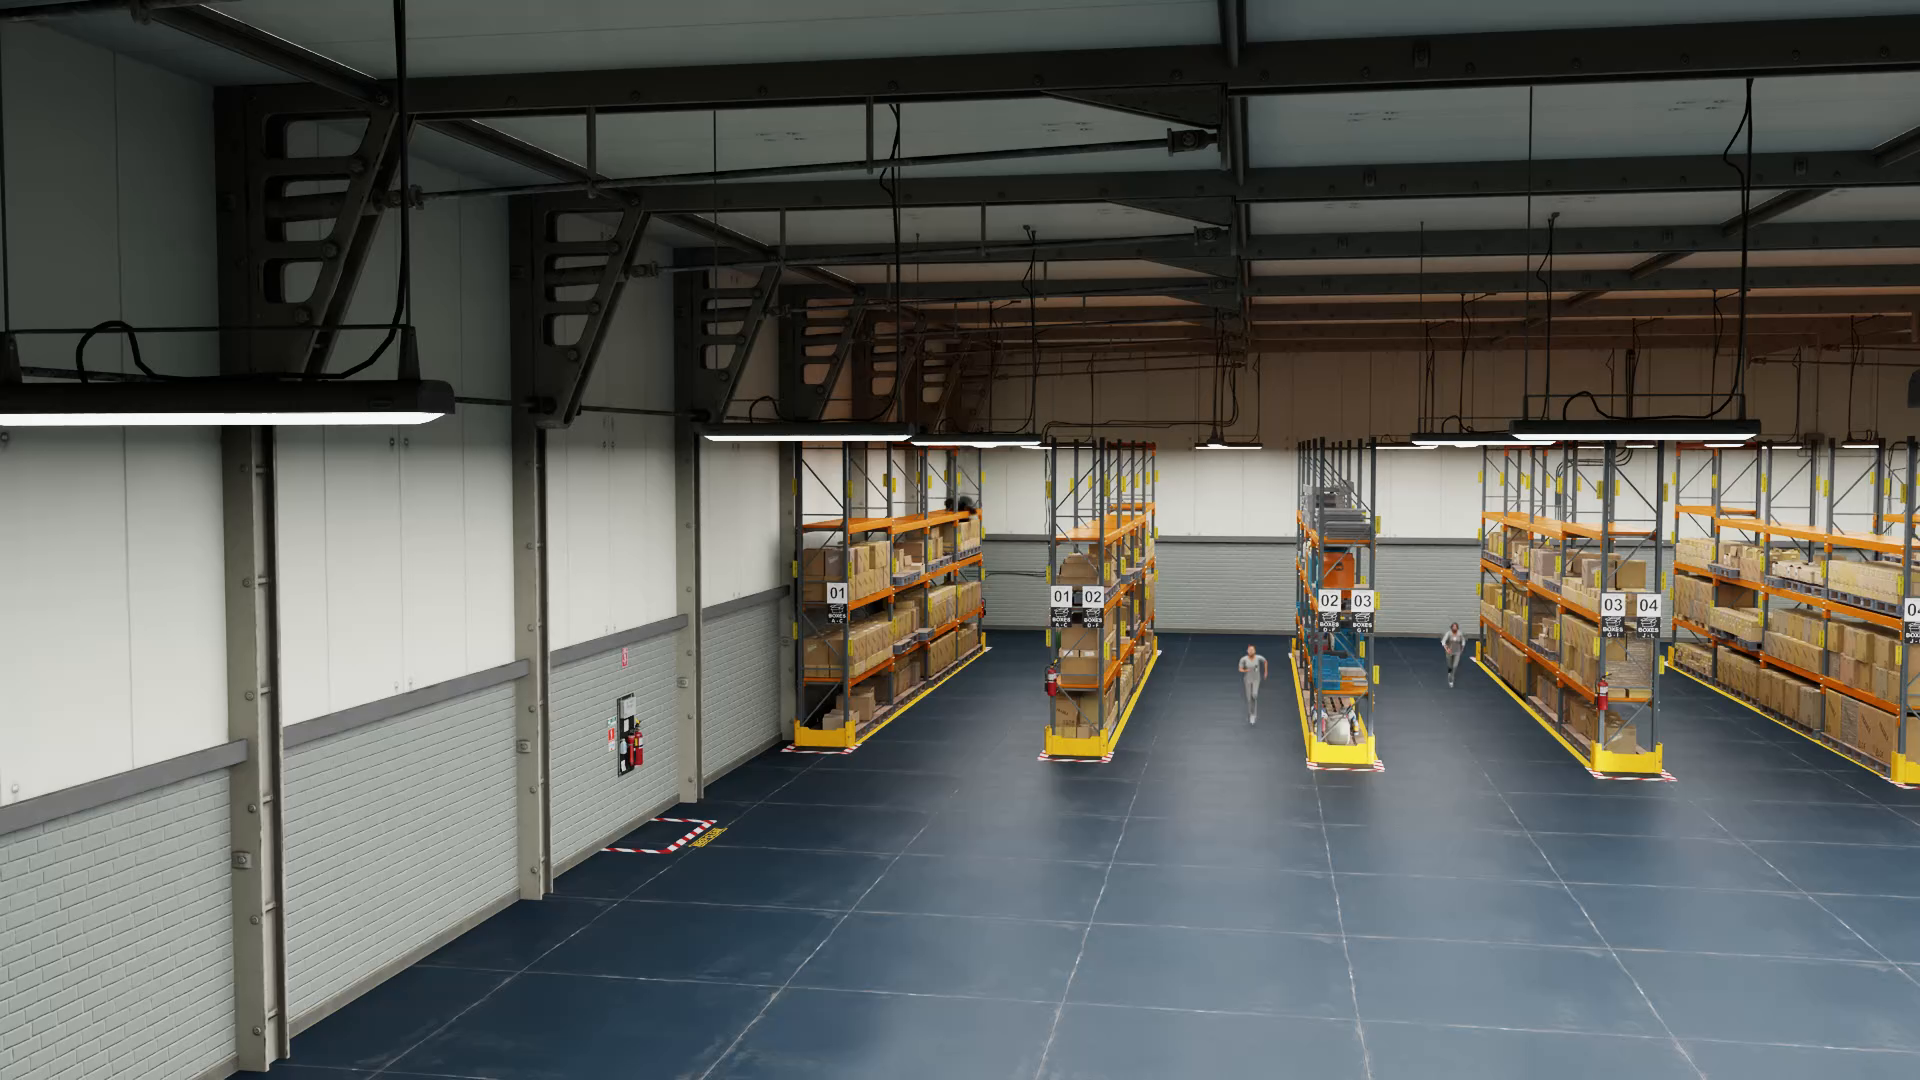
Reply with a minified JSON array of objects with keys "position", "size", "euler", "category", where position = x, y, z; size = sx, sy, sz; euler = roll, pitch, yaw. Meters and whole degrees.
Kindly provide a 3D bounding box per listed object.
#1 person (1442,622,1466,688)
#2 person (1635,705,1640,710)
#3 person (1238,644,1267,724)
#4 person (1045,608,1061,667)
[{"position":[12.101,2.796,40.772],"size":[0.566,1.580,0.724],"euler":[1,3,11],"category":"person"},{"position":[15.060,2.978,37.067],"size":[0.557,1.570,0.707],"euler":[0,3,6],"category":"person"},{"position":[6.194,3.028,35.195],"size":[0.588,1.678,0.816],"euler":[1,3,12],"category":"person"},{"position":[2.506,2.307,42.441],"size":[0.684,1.793,0.950],"euler":[0,3,6],"category":"person"}]
